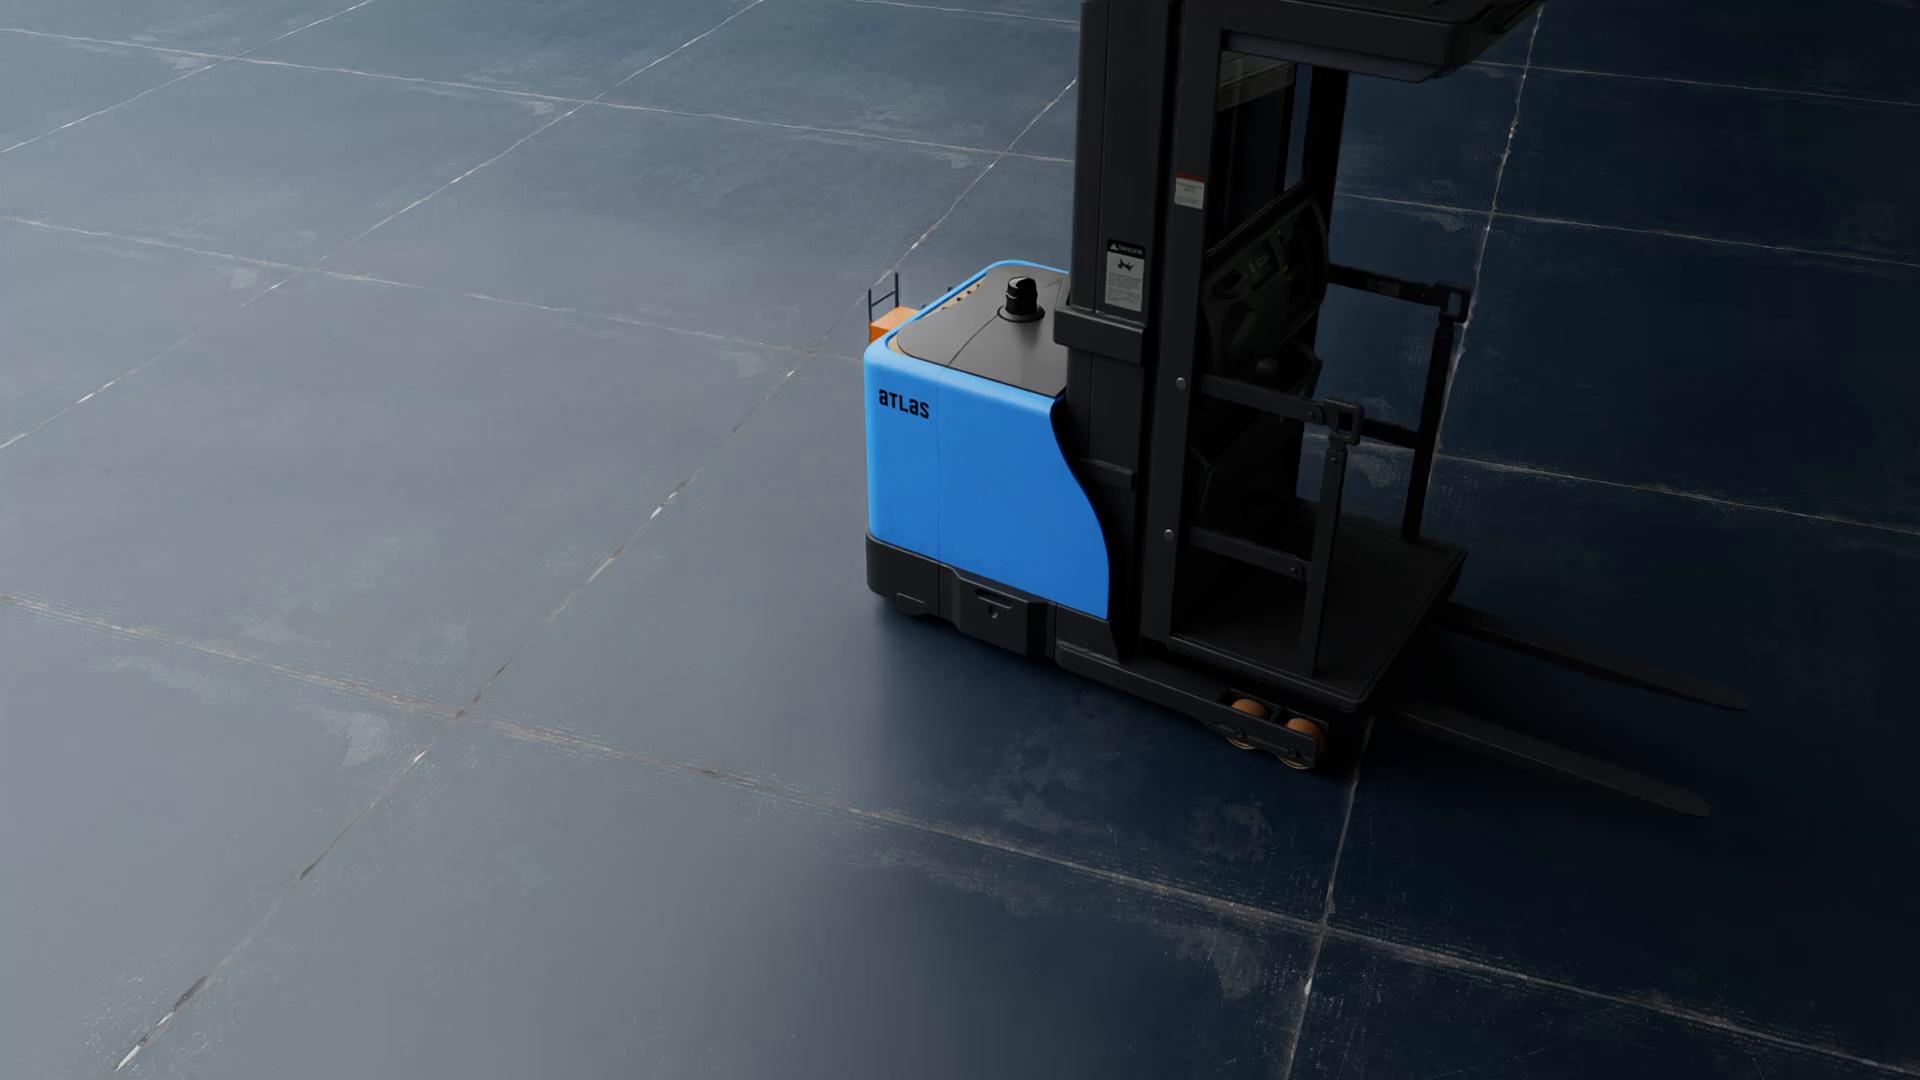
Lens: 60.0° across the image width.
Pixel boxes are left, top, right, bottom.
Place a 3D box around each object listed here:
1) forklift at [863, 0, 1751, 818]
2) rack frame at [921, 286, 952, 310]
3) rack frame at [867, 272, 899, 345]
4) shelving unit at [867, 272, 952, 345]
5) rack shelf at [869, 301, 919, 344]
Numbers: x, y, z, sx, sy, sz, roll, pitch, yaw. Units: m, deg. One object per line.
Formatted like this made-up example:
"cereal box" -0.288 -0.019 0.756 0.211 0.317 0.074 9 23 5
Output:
"forklift" 1.164 -0.795 5.280 3.031 2.935 1.130 19 37 27
"rack frame" -0.088 -0.477 6.520 0.008 1.050 0.200 19 37 27
"rack frame" -0.294 -0.547 6.630 0.008 1.050 0.200 19 37 27
"shelving unit" -0.191 -0.512 6.575 0.252 1.050 0.215 19 37 27
"rack shelf" -0.191 -0.742 6.427 0.240 0.259 0.215 19 37 27
